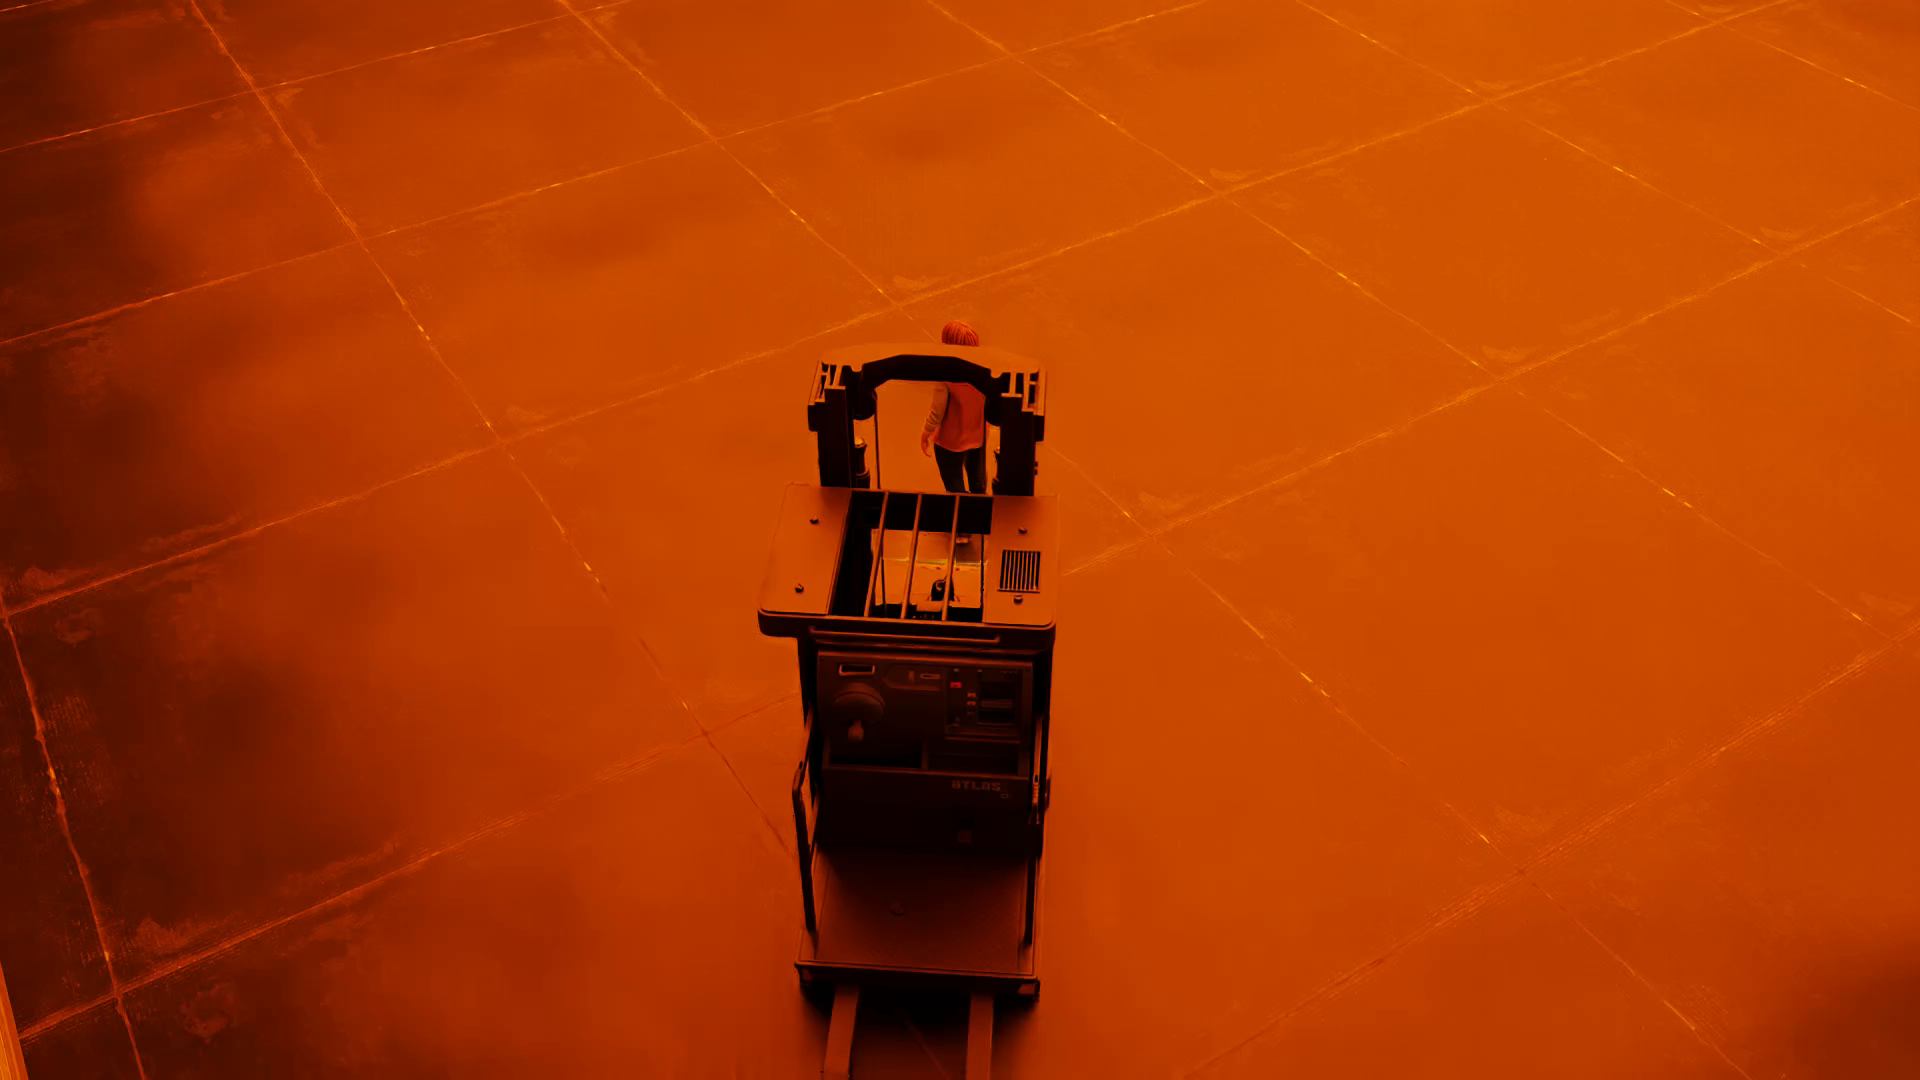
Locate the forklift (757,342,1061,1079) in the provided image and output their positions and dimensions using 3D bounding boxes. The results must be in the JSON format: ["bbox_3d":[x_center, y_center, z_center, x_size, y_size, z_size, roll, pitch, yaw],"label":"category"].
[{"bbox_3d":[-0.165,0.767,6.994,1.130,2.935,3.031,3,41,3],"label":"forklift"}]

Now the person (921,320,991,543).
[{"bbox_3d":[-0.029,-0.653,9.621,0.520,1.600,0.472,-23,46,-24],"label":"person"}]
